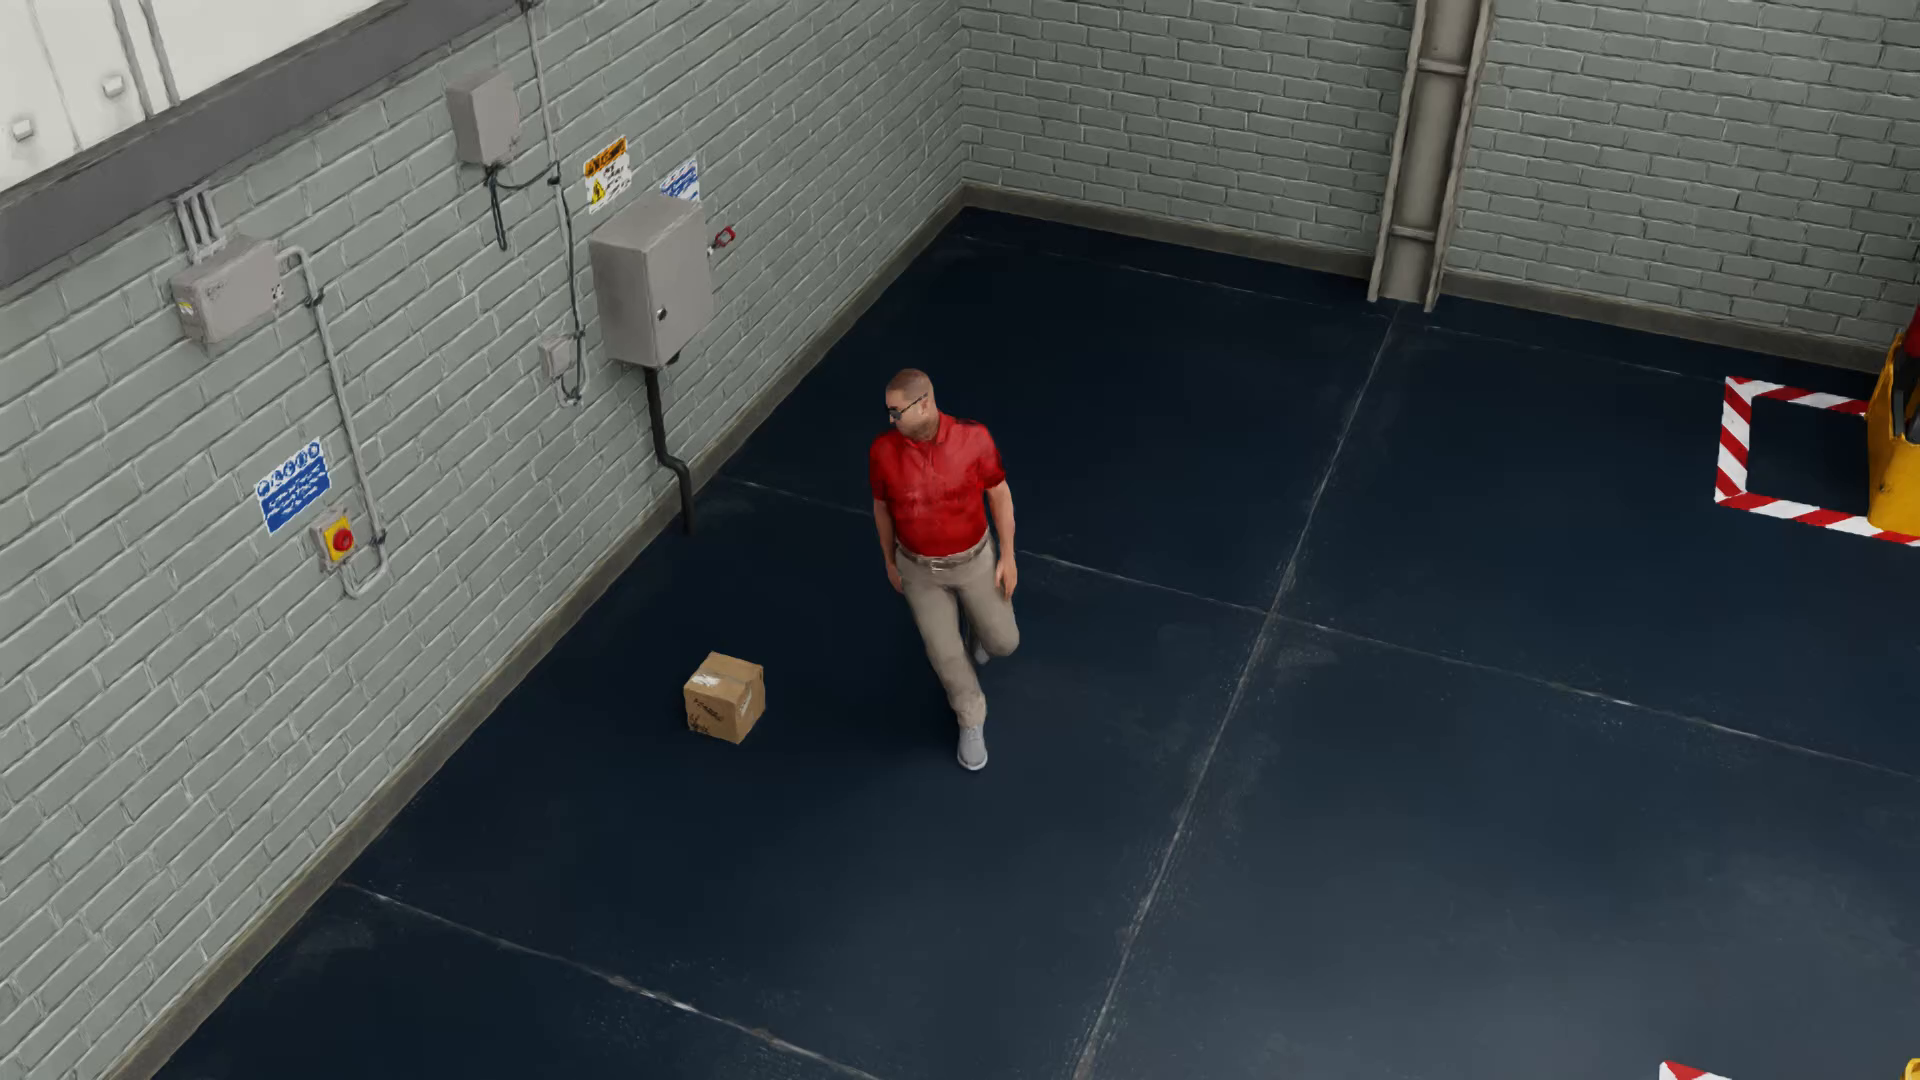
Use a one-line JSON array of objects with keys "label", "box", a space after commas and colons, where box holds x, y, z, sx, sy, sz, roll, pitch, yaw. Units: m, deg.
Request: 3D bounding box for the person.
[{"label": "person", "box": [-0.057, 0.094, 6.752, 0.614, 1.668, 0.718, 0, 37, 0]}]
